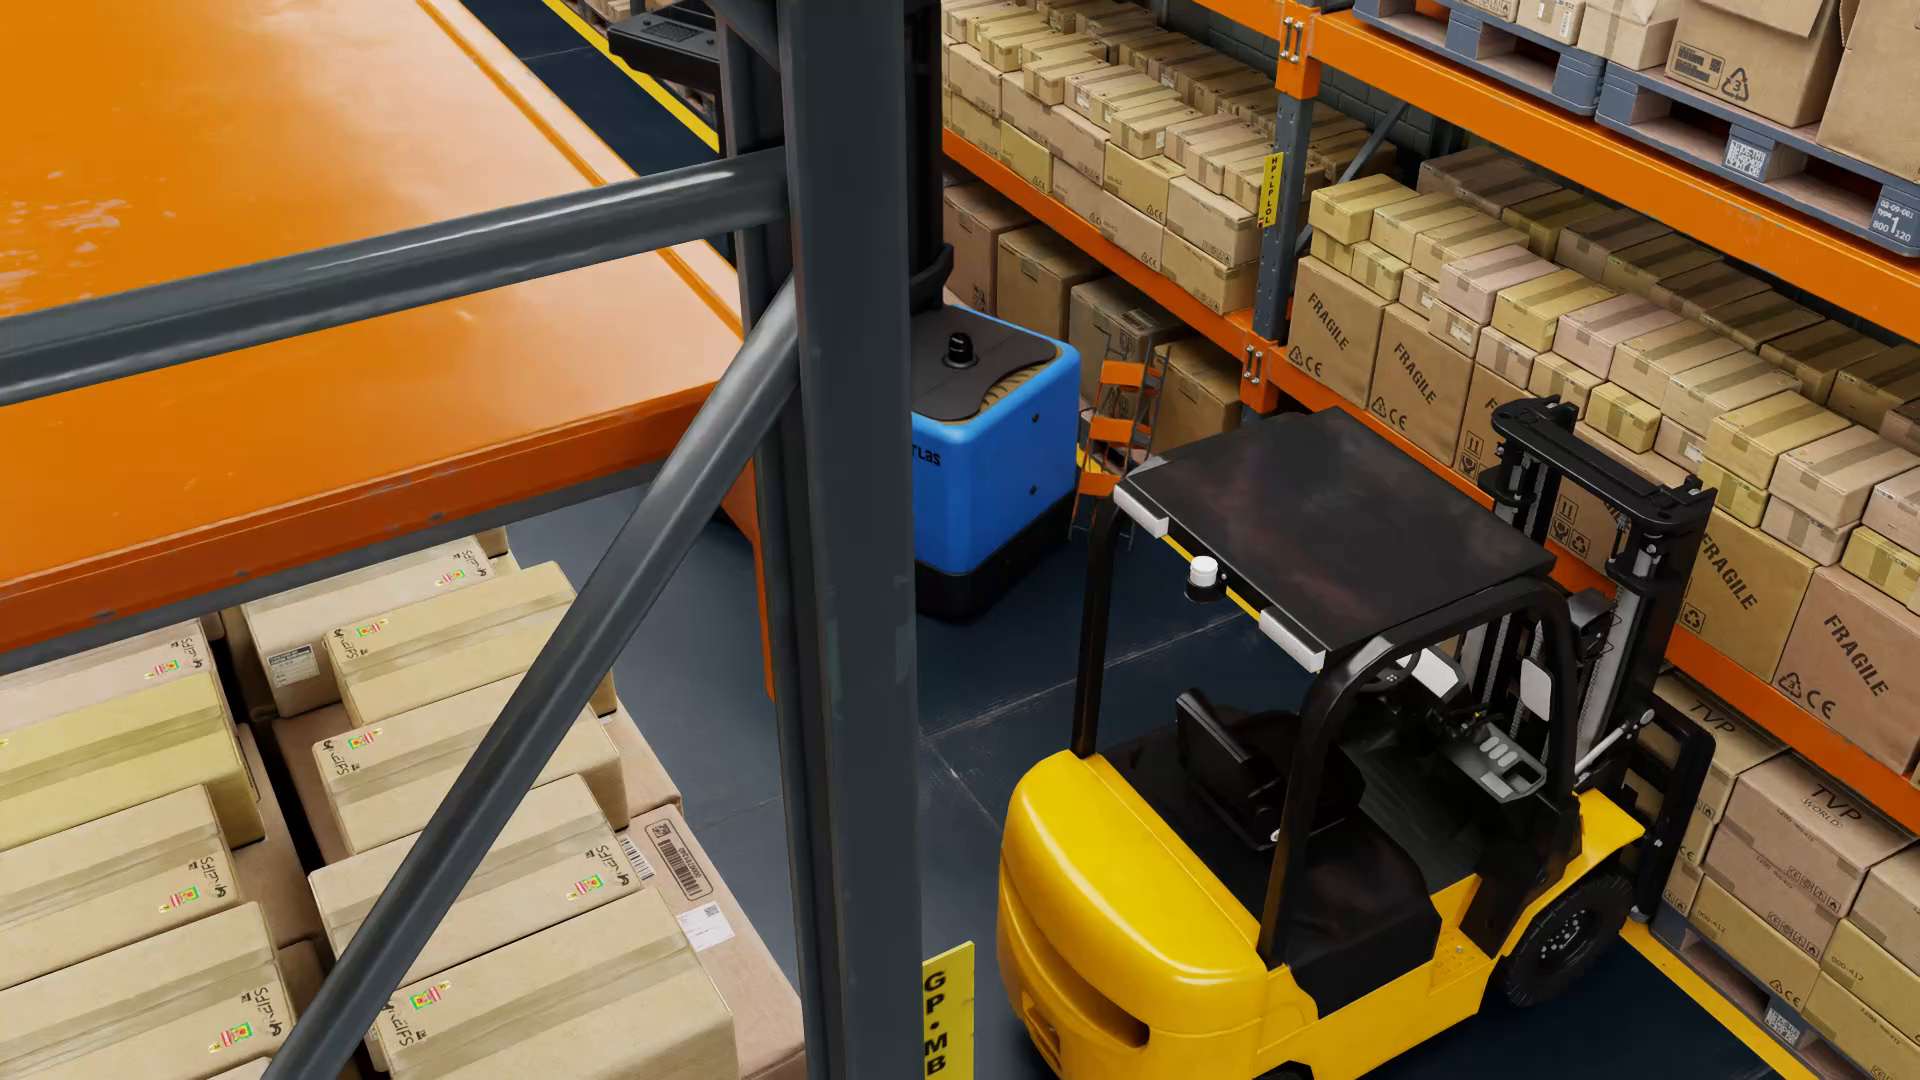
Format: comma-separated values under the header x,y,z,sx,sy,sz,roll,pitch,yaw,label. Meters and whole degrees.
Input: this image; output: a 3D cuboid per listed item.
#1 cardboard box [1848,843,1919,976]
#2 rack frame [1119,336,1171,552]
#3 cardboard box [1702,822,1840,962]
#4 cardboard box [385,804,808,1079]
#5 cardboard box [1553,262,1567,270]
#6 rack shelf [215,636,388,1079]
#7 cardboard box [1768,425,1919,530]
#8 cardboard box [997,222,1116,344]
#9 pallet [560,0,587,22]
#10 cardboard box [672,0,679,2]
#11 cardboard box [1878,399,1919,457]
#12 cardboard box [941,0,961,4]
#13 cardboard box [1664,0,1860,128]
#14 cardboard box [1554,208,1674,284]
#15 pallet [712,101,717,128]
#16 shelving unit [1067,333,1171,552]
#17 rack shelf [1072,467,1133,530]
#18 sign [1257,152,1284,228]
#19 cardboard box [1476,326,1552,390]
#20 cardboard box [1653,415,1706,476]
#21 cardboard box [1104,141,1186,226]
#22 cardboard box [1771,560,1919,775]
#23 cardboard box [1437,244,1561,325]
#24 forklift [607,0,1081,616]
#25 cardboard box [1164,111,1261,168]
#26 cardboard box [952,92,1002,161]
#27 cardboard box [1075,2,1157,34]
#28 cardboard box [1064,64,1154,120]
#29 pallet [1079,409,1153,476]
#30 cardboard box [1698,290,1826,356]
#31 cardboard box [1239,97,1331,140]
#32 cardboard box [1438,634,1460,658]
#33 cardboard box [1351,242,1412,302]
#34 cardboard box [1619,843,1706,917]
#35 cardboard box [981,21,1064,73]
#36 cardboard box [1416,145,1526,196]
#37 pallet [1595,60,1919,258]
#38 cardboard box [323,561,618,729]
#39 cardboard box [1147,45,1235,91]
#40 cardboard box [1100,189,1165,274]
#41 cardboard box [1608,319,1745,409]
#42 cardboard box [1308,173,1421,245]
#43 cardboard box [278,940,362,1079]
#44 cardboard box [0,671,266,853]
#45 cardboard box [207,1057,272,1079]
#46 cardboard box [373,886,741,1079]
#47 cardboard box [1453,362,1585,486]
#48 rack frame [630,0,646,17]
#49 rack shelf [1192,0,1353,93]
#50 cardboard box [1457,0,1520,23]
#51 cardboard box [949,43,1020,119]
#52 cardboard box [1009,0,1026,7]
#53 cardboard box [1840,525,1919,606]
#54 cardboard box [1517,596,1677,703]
x,y,z,sx,sy,sz,roll,pitch,yaw,label
3.291,1.224,5.386,0.500,0.250,0.500,-18,40,-22,cardboard box
0.891,-0.470,8.214,0.008,1.050,0.200,10,-3,36,rack frame
3.034,1.154,5.906,0.500,0.250,0.500,-19,40,-24,cardboard box
-0.520,0.696,2.313,0.500,0.250,0.500,-20,40,-25,cardboard box
2.611,-1.050,6.737,0.380,0.149,0.250,-19,40,-24,cardboard box
-1.503,0.361,3.506,1.077,0.370,4.000,-19,40,-24,rack shelf
2.836,-0.204,5.327,0.380,0.149,0.250,-18,40,-23,cardboard box
0.748,-1.465,9.597,0.875,0.625,0.625,-21,41,-26,cardboard box
-3.198,-5.138,15.333,1.003,0.211,1.213,-19,40,-24,pallet
-2.081,-4.332,13.079,0.380,0.149,0.250,-20,41,-25,cardboard box
3.295,-0.359,5.539,0.380,0.149,0.250,-18,40,-23,cardboard box
-0.035,-3.044,9.467,0.380,0.149,0.250,-18,40,-23,cardboard box
2.670,-1.649,5.120,0.797,0.503,0.637,-18,40,-22,cardboard box
2.618,-1.180,6.662,0.380,0.149,0.250,-20,41,-25,cardboard box
-1.179,-3.138,12.595,1.003,0.211,1.213,-19,40,-24,pallet
0.794,-0.486,8.287,0.252,1.050,0.215,10,-3,36,shelving unit
0.737,-0.204,8.275,0.240,0.259,0.215,10,-3,36,rack shelf
1.318,-1.481,7.047,0.100,0.325,0.005,-19,40,-24,sign
2.192,-0.734,6.305,0.380,0.149,0.250,-19,40,-24,cardboard box
2.662,-0.368,5.803,0.380,0.149,0.250,-19,40,-24,cardboard box
1.050,-1.787,8.084,0.500,0.250,0.500,-20,41,-25,cardboard box
3.065,0.348,5.373,0.500,0.500,0.500,-18,40,-23,cardboard box
2.072,-0.987,6.398,0.380,0.149,0.250,-18,40,-23,cardboard box
-0.889,-1.526,8.081,3.031,2.935,1.130,24,42,29,forklift
1.196,-1.888,7.884,0.380,0.149,0.250,-19,40,-24,cardboard box
0.297,-2.373,9.310,0.500,0.250,0.500,-20,41,-25,cardboard box
0.862,-2.833,9.178,0.380,0.149,0.250,-20,40,-25,cardboard box
0.751,-2.264,8.400,0.380,0.149,0.250,-19,40,-24,cardboard box
1.378,-0.449,8.913,1.003,0.211,1.213,-19,40,-24,pallet
2.920,-0.759,6.086,0.380,0.149,0.250,-18,40,-23,cardboard box
1.577,-2.036,8.087,0.380,0.149,0.250,-19,40,-24,cardboard box
2.256,0.382,6.962,0.500,0.250,0.500,-19,40,-24,cardboard box
1.846,-1.141,6.862,0.380,0.149,0.250,-18,40,-23,cardboard box
2.797,1.110,6.390,0.500,0.250,0.500,-18,40,-23,cardboard box
0.336,-2.648,8.925,0.380,0.149,0.250,-18,40,-23,cardboard box
2.204,-1.560,7.183,0.380,0.149,0.250,-19,40,-24,cardboard box
2.842,-1.338,5.297,1.003,0.211,1.213,-19,40,-24,pallet
-0.775,0.209,2.642,0.380,0.149,0.250,-19,40,-24,cardboard box
1.196,-2.422,8.615,0.380,0.149,0.250,-19,40,-24,cardboard box
1.045,-1.584,8.231,0.500,0.250,0.500,-19,40,-24,cardboard box
2.542,-0.627,5.906,0.380,0.149,0.250,-19,40,-24,cardboard box
1.686,-1.383,6.940,0.380,0.149,0.250,-18,40,-23,cardboard box
-0.988,0.850,2.102,0.500,0.250,0.500,-19,40,-24,cardboard box
-1.247,0.373,2.417,0.380,0.149,0.250,-19,40,-24,cardboard box
-0.923,0.785,1.853,0.380,0.149,0.250,-19,40,-24,cardboard box
-0.500,0.628,2.068,0.380,0.149,0.250,-19,40,-24,cardboard box
2.311,-0.429,6.437,0.500,0.500,0.500,-19,40,-24,cardboard box
-2.237,-5.290,13.178,1.000,3.000,0.127,-19,40,-24,rack frame
0.777,-3.151,8.316,1.077,0.370,4.000,-19,40,-24,rack shelf
1.989,-2.100,5.900,0.500,0.311,0.500,-18,40,-23,cardboard box
0.282,-2.565,9.150,0.500,0.250,0.500,-20,41,-25,cardboard box
0.416,-3.197,9.676,0.380,0.149,0.250,-19,40,-24,cardboard box
3.029,0.031,5.257,0.380,0.149,0.250,-19,40,-24,cardboard box
2.519,0.450,6.445,0.500,0.250,0.500,-20,41,-25,cardboard box
